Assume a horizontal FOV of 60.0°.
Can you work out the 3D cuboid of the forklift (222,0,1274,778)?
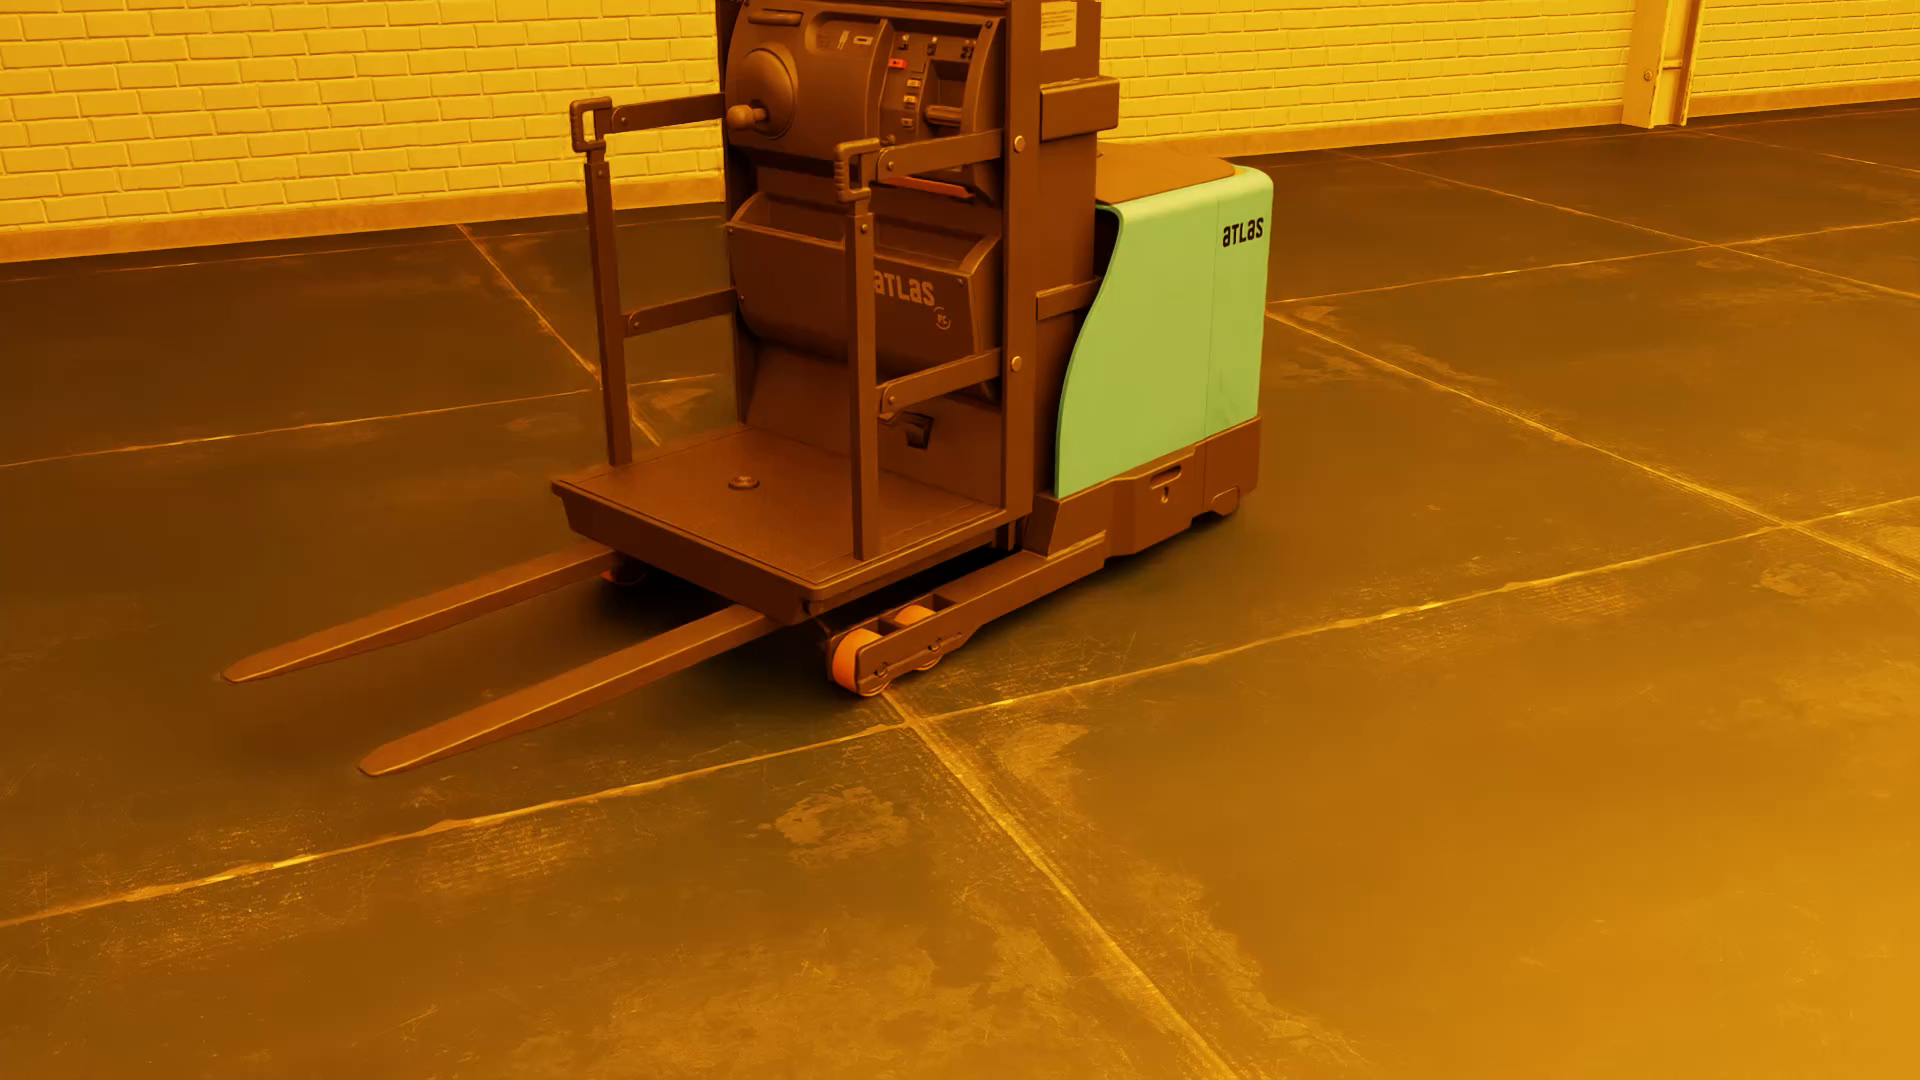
[{"bbox_3d":[-0.413,-1.182,4.131,1.130,2.935,3.031,19,29,39],"label":"forklift"}]
